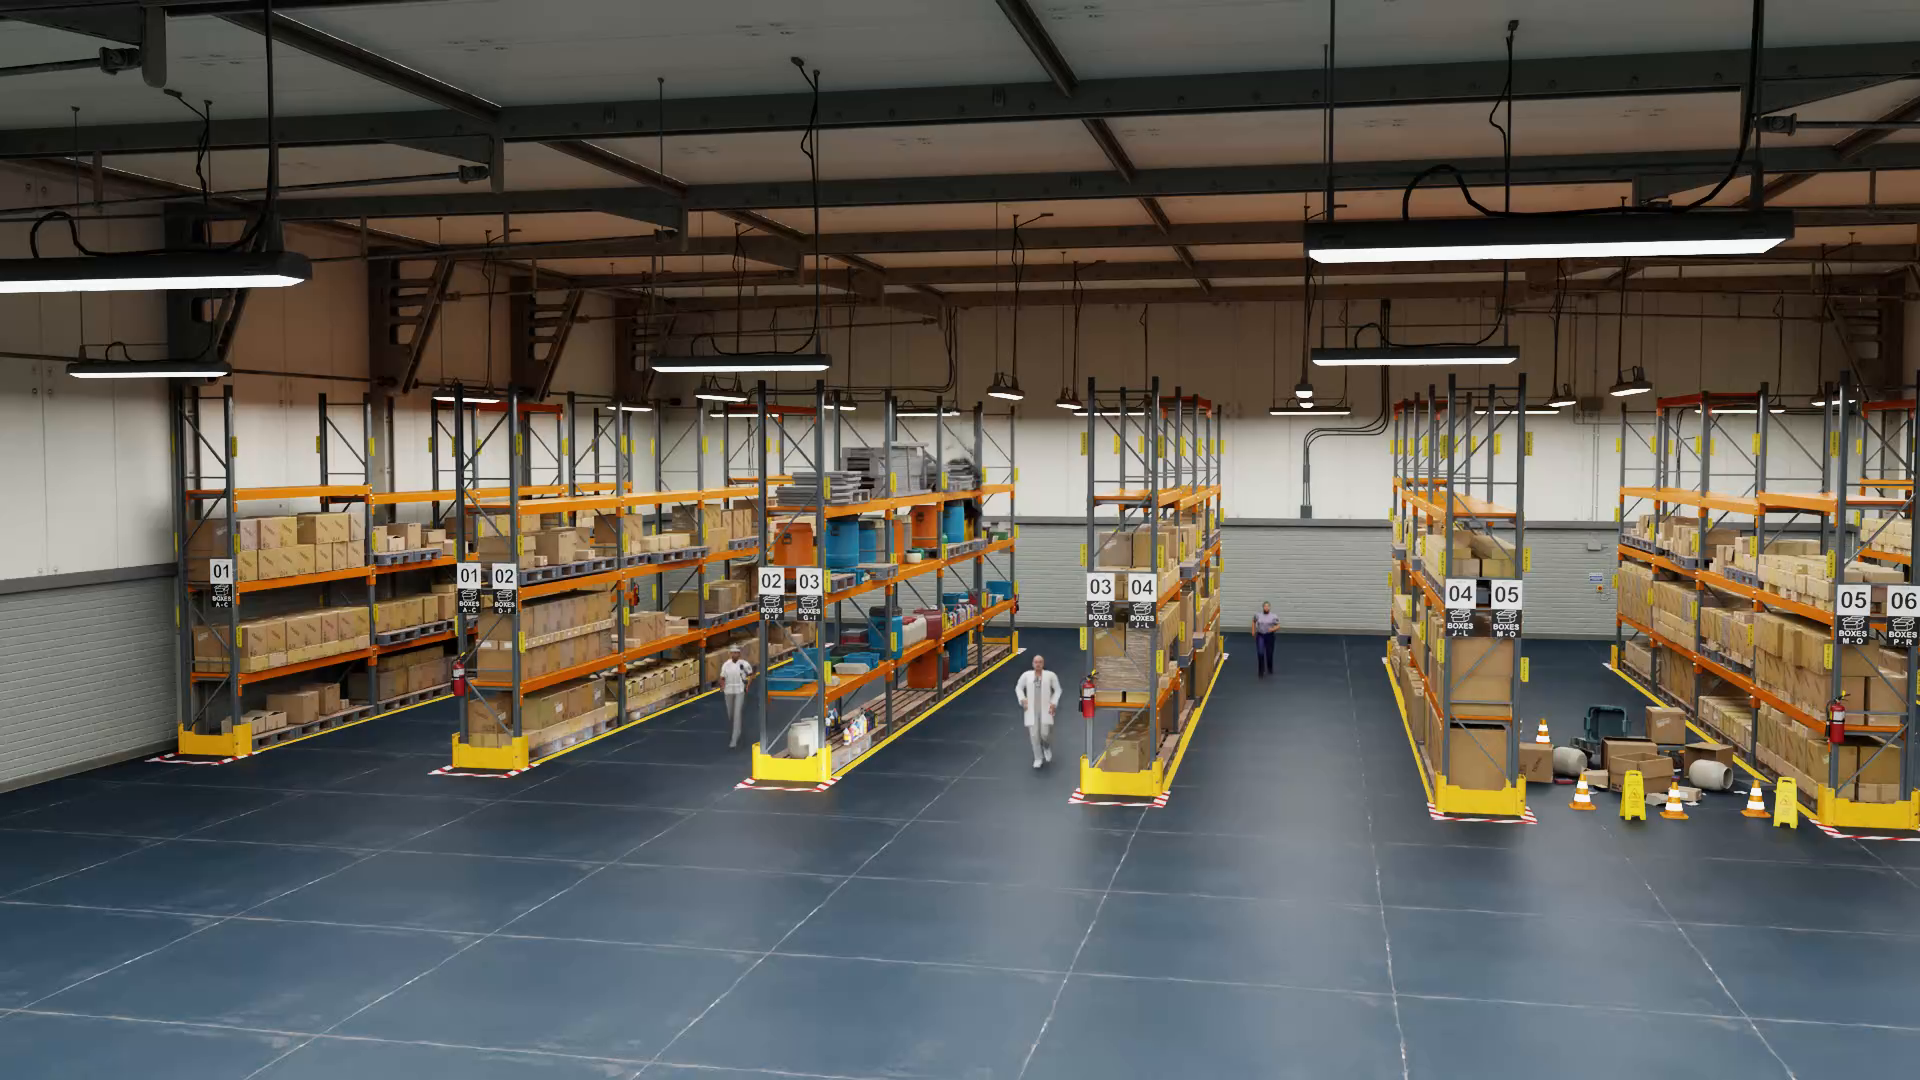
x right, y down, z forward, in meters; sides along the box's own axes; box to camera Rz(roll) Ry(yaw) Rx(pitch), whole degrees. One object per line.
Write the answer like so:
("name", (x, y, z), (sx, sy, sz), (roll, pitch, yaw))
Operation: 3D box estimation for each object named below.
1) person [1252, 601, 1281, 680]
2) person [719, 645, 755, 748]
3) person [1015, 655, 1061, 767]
("person", (6.635, 2.173, 36.055), (0.618, 1.696, 0.803), (1, 3, 11))
("person", (-3.777, 2.600, 28.087), (0.579, 1.700, 0.859), (0, 3, 5))
("person", (1.216, 2.673, 26.077), (0.718, 1.743, 0.637), (0, 3, 9))
